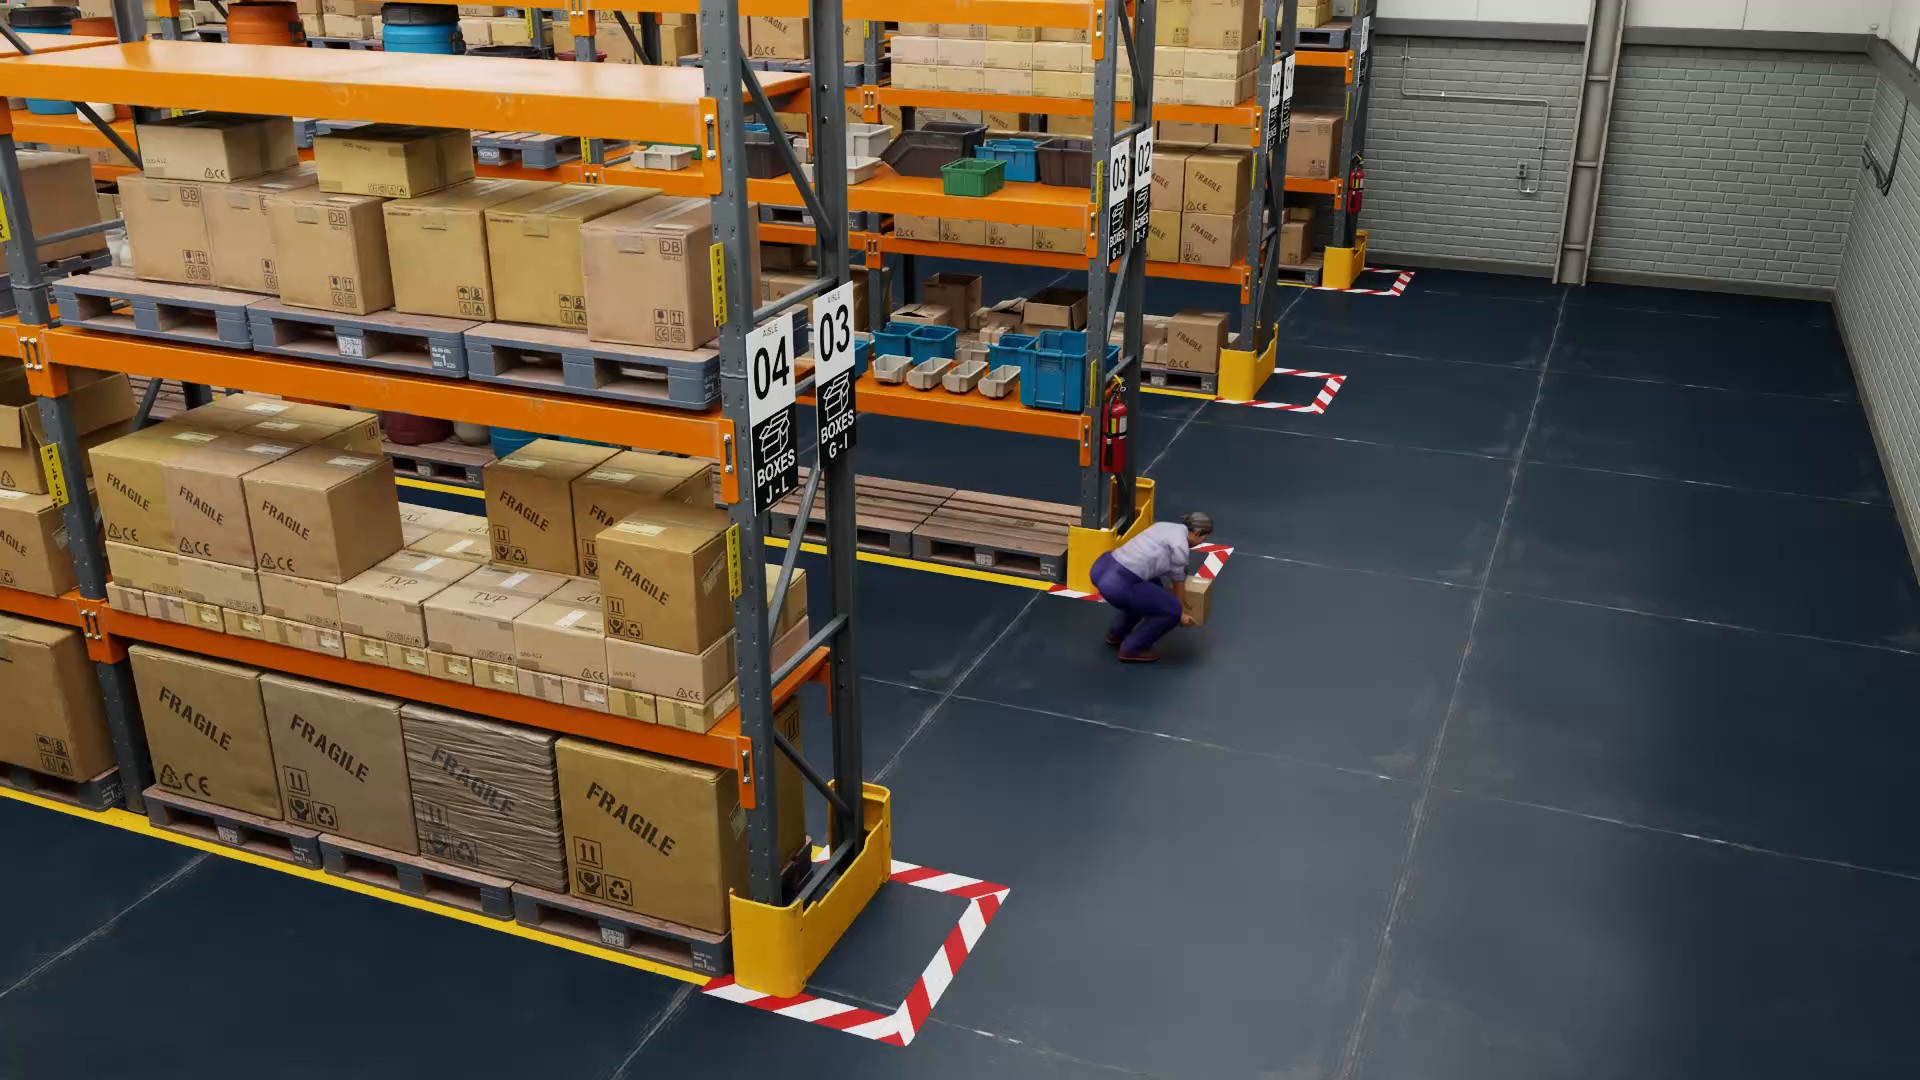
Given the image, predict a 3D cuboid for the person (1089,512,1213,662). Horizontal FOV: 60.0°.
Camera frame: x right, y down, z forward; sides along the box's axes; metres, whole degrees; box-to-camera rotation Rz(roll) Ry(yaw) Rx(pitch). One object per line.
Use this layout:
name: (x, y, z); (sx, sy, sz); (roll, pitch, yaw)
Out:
person: (1.289, 0.303, 11.129); (0.847, 0.944, 0.514); (-6, 23, -13)
